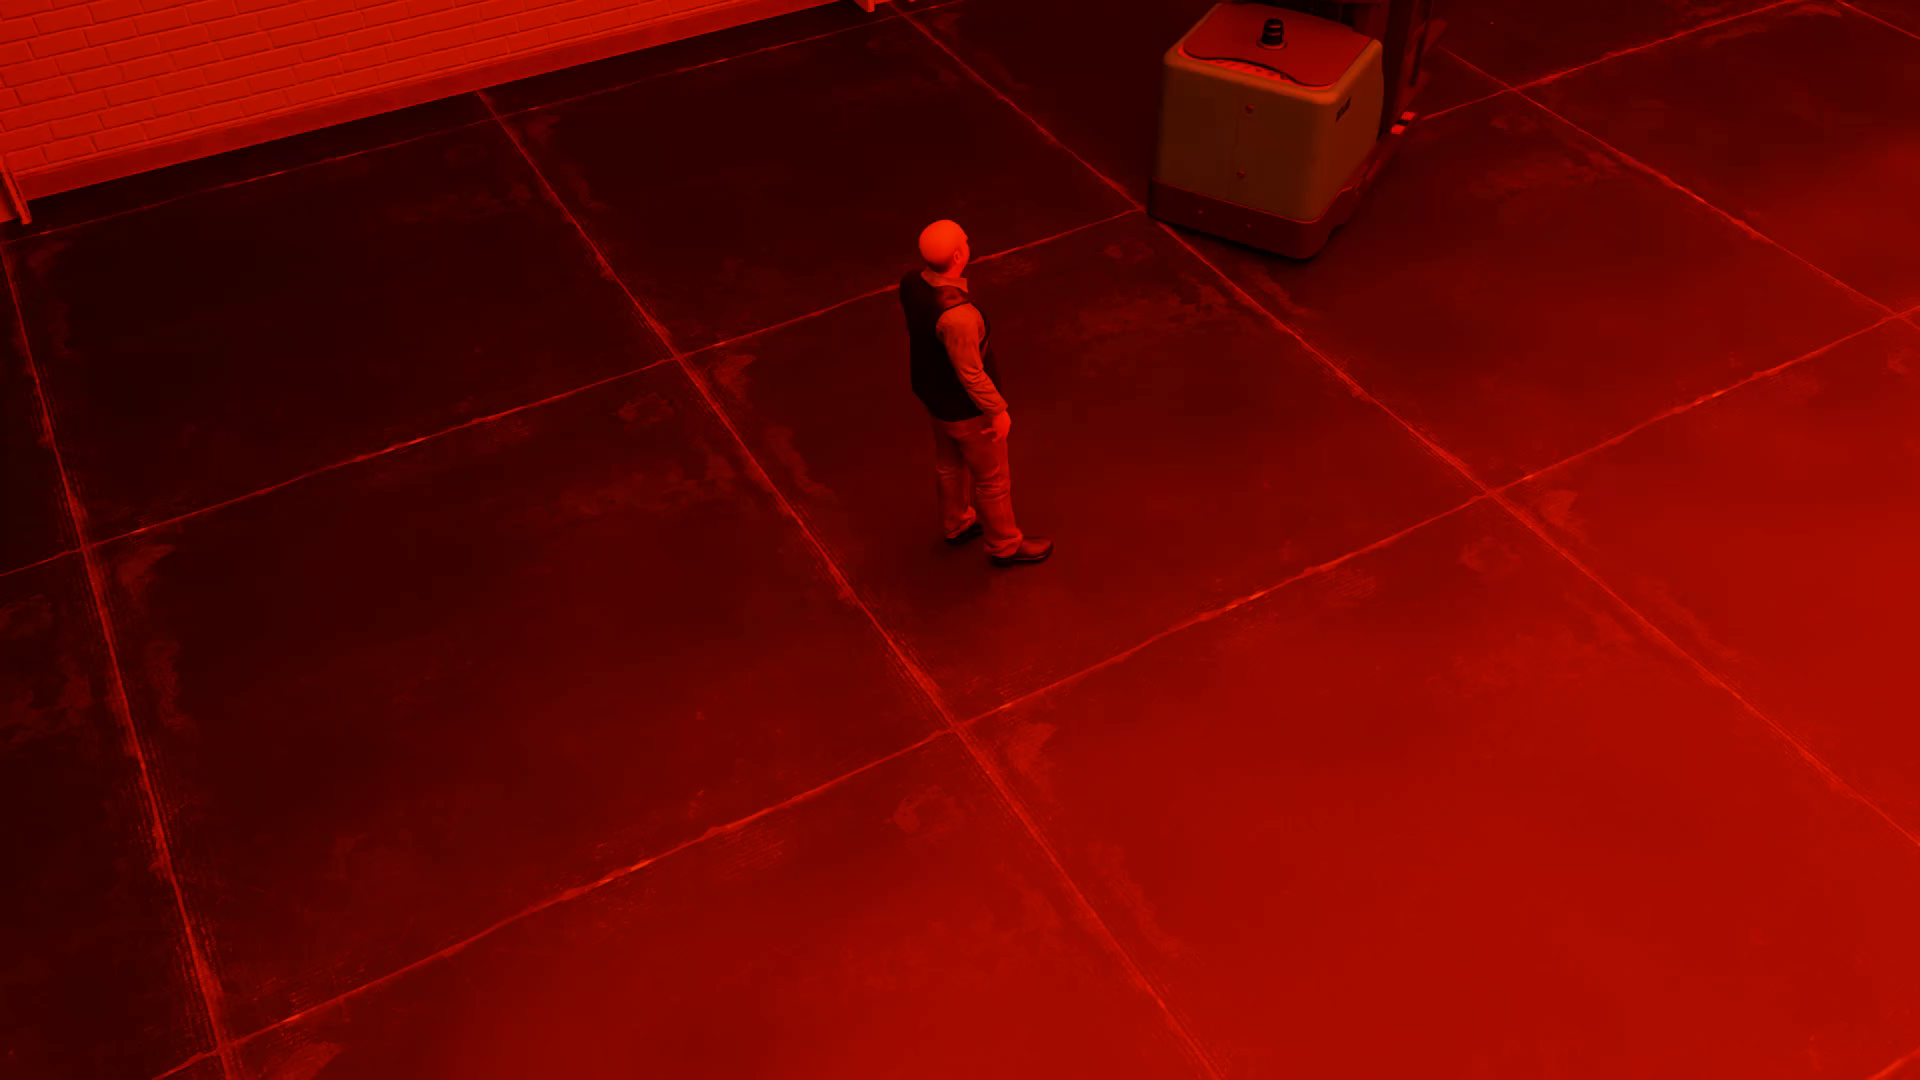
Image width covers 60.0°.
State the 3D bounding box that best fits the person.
[{"bbox_3d":[0.058,-0.654,7.281,0.566,1.722,0.633,-21,47,-21],"label":"person"}]

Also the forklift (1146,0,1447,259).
[{"bbox_3d":[2.275,-3.667,9.652,1.130,2.935,3.031,21,47,21],"label":"forklift"}]
